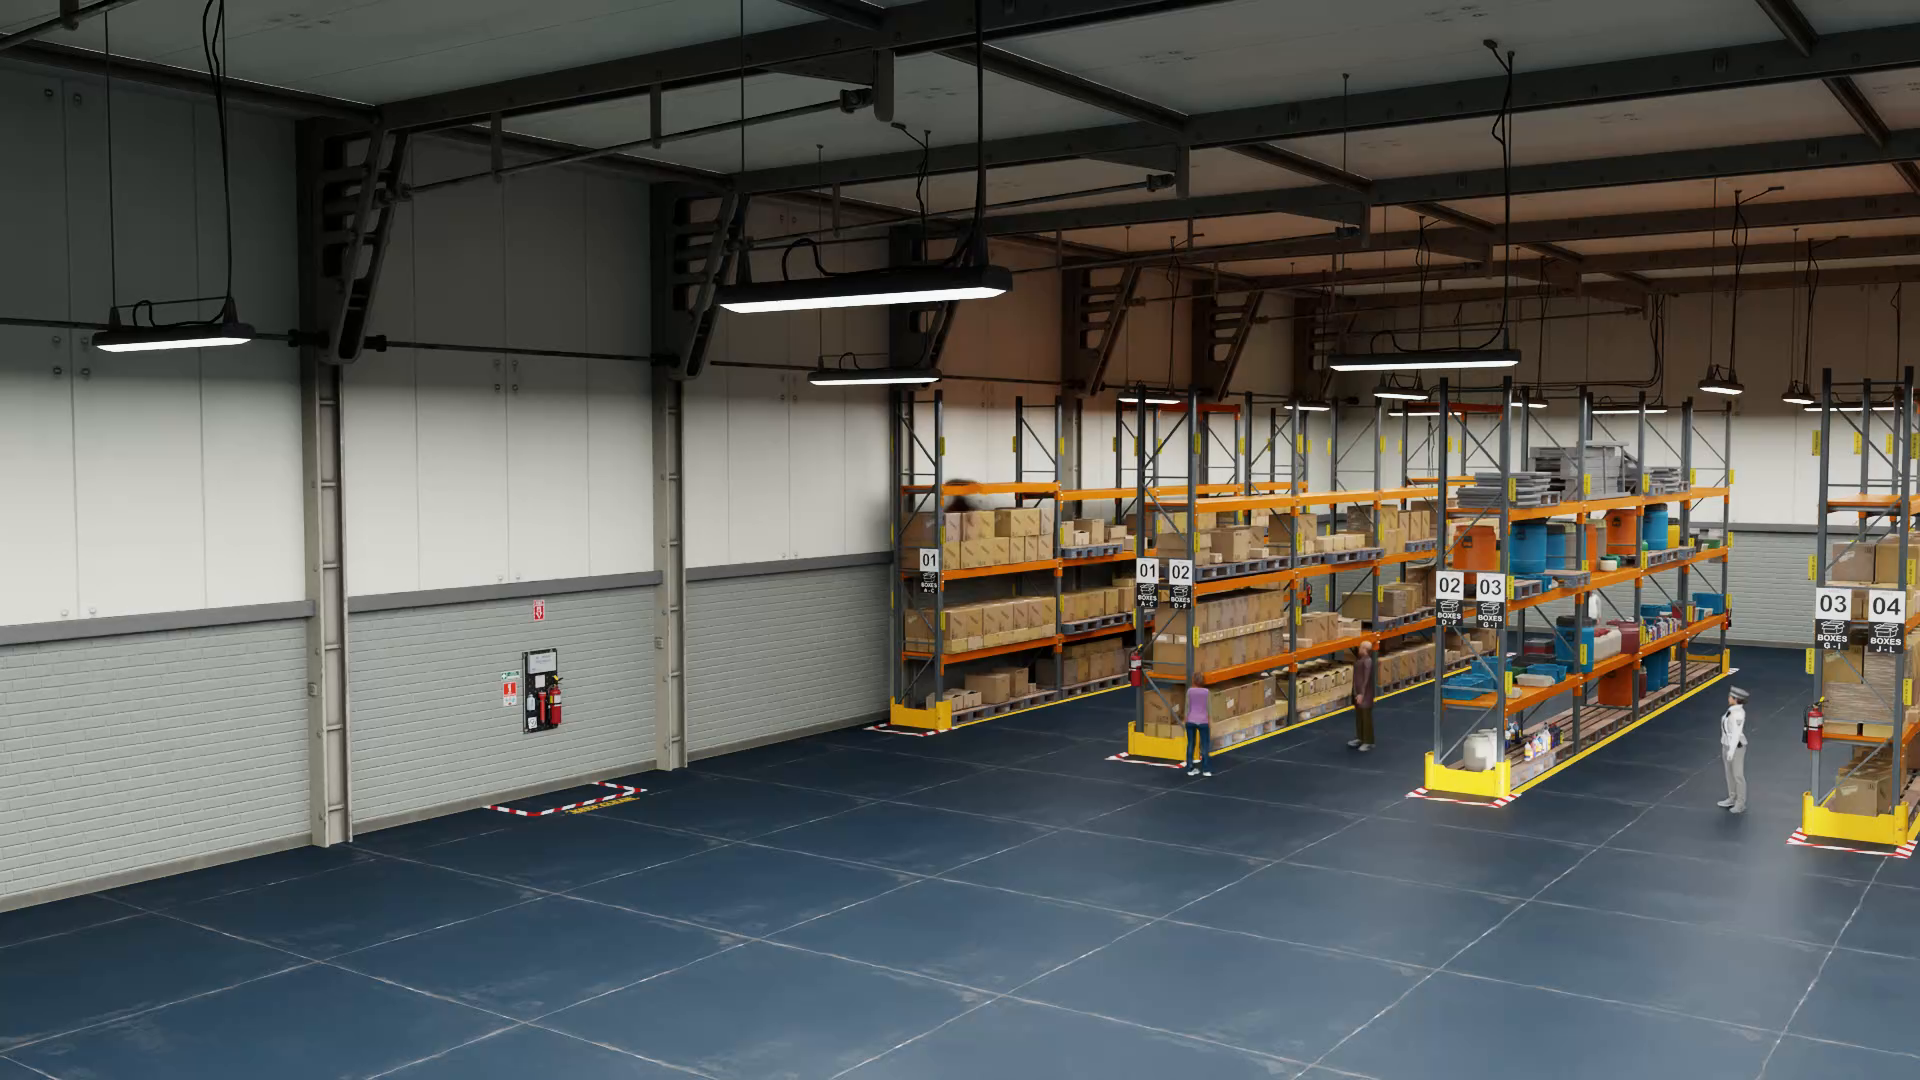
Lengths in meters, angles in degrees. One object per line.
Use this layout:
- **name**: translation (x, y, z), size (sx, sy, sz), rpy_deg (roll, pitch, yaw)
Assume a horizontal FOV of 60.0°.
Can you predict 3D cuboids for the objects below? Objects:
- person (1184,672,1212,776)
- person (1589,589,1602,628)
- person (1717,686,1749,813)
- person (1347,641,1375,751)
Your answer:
- **person**: translation (3.611, 2.791, 25.241), size (0.437, 1.606, 0.392), rpy_deg (2, 4, 31)
- **person**: translation (15.019, 1.893, 39.718), size (0.581, 1.769, 0.628), rpy_deg (1, 3, 12)
- **person**: translation (10.659, 2.877, 22.930), size (0.384, 1.723, 0.468), rpy_deg (0, 3, -1)
- **person**: translation (6.681, 2.664, 27.607), size (0.418, 1.577, 0.595), rpy_deg (-1, 3, -12)
